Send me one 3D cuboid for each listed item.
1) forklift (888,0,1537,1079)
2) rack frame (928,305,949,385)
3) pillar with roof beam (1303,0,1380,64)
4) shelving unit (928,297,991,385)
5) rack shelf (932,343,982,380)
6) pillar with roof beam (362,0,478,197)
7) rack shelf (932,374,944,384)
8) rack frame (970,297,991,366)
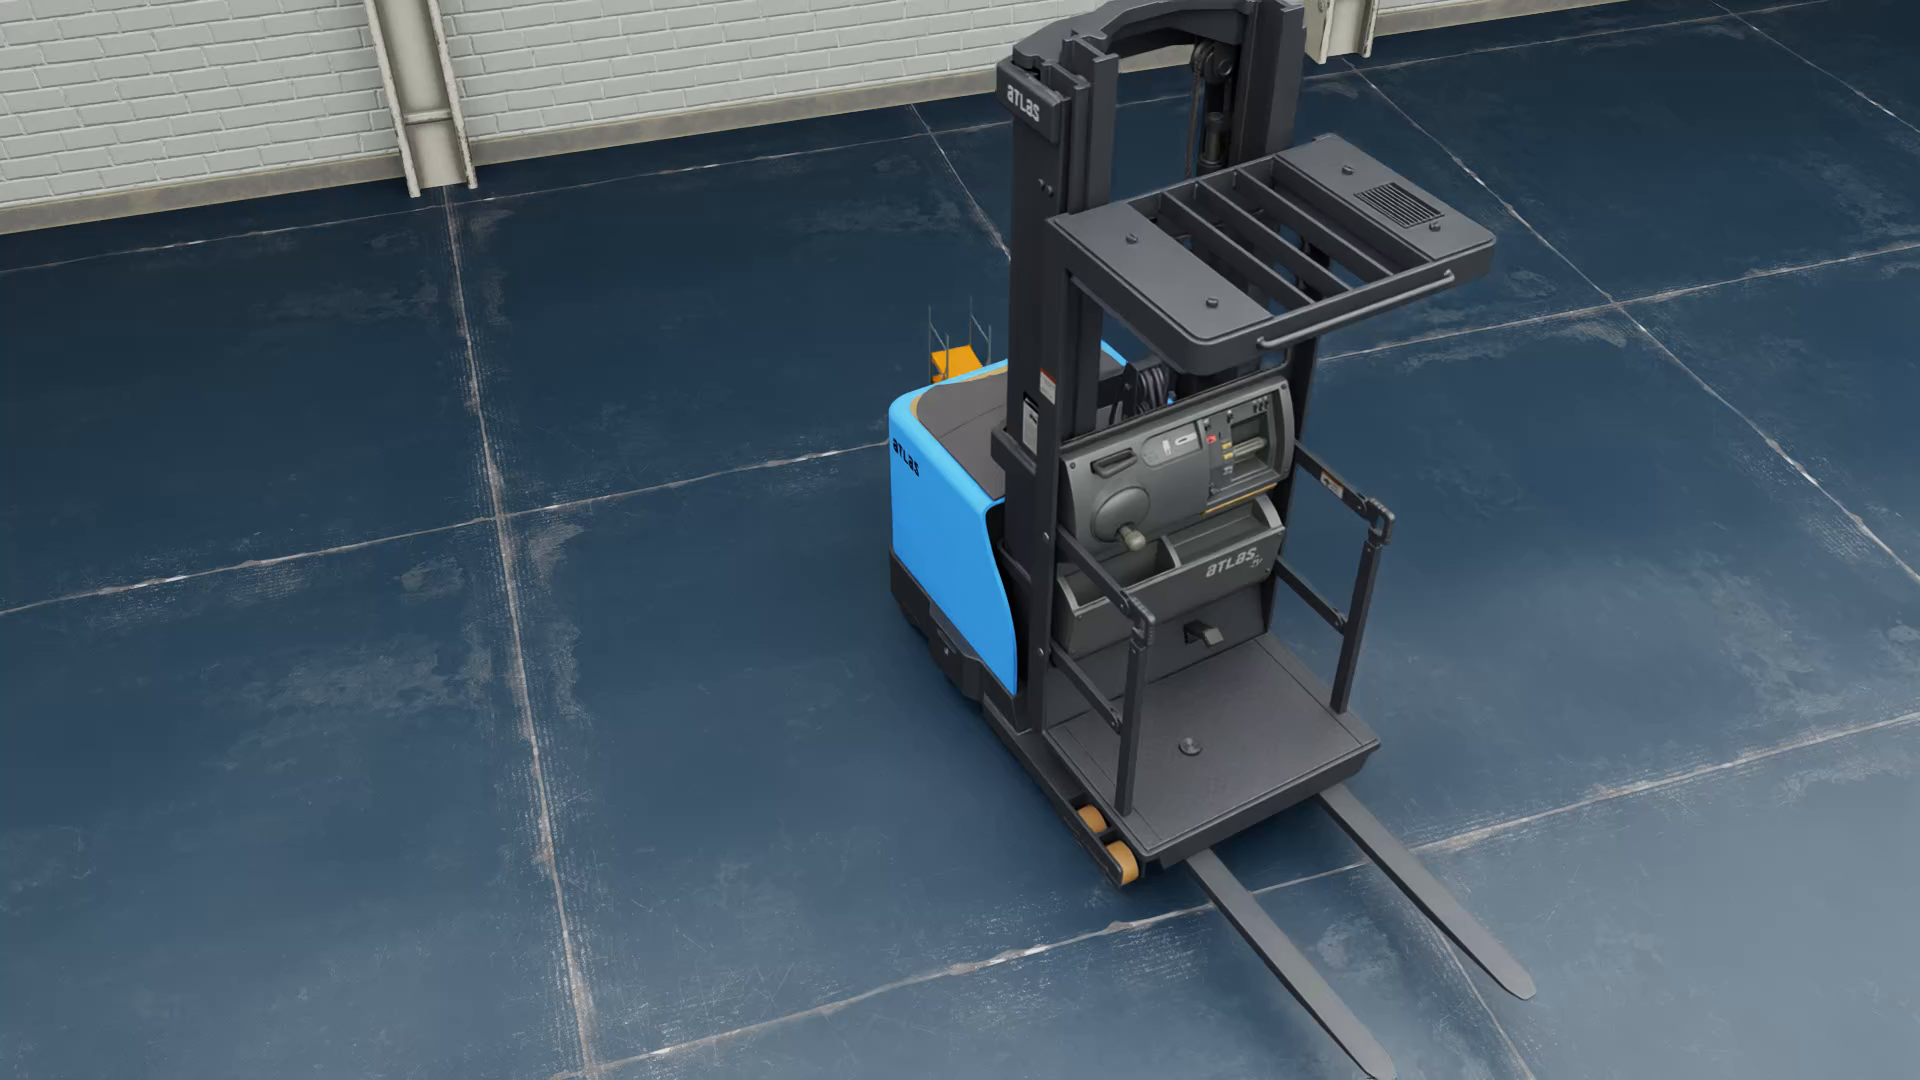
[{"bbox_3d":[0.874,-0.178,5.576,1.130,2.935,3.031,-21,45,-22],"label":"forklift"},{"bbox_3d":[-0.089,-0.446,7.198,0.006,1.200,0.240,-13,43,-15],"label":"rack frame"},{"bbox_3d":[3.873,-4.058,5.405,0.400,9.000,9.100,-12,42,-13],"label":"pillar with roof beam"},{"bbox_3d":[-0.003,-0.466,7.221,0.189,1.200,0.258,-13,43,-15],"label":"shelving unit"},{"bbox_3d":[-0.003,-0.704,7.014,0.180,0.103,0.258,-13,43,-15],"label":"rack shelf"},{"bbox_3d":[-1.850,-2.872,4.047,0.400,9.000,9.100,-12,42,-13],"label":"pillar with roof beam"},{"bbox_3d":[-0.003,-0.614,7.093,0.180,0.103,0.258,-13,43,-15],"label":"rack shelf"},{"bbox_3d":[0.084,-0.487,7.245,0.006,1.200,0.240,-13,43,-15],"label":"rack frame"}]
